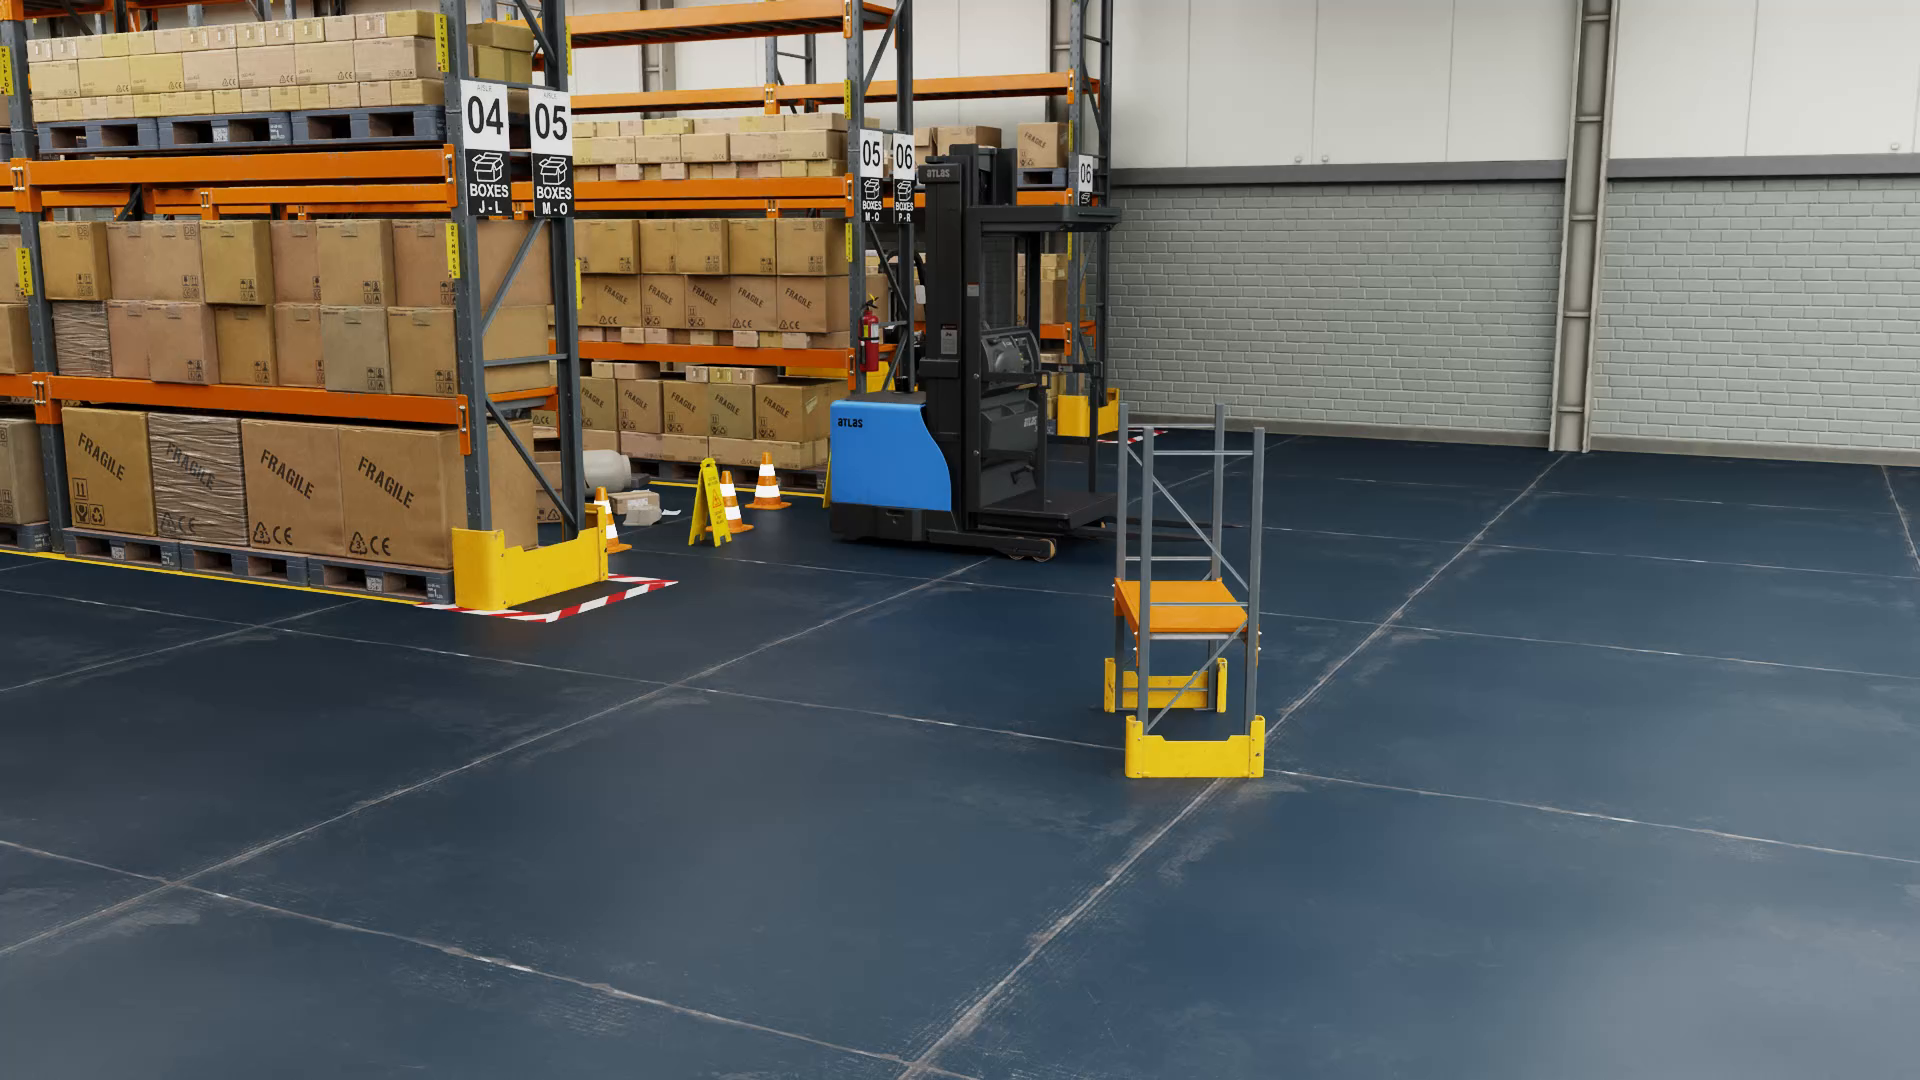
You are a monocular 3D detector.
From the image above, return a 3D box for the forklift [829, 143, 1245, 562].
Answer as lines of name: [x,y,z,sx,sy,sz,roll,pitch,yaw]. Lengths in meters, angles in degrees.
forklift: [0.560,-1.393,12.199,3.031,2.935,1.130,5,11,26]

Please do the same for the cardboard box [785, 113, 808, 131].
cardboard box: [-1.346,-3.689,14.735,0.250,0.149,0.380,5,12,27]

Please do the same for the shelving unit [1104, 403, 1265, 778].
shelving unit: [1.004,0.182,7.512,0.587,1.500,1.083,0,10,0]

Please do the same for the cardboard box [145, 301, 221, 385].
cardboard box: [-5.113,-1.401,11.626,0.550,0.550,0.875,5,11,26]

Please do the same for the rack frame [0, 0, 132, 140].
rack frame: [-6.384,-4.407,11.813,0.127,3.000,1.000,5,11,26]

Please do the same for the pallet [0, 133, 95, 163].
pallet: [-7.228,-2.901,12.453,1.217,0.209,0.805,5,11,24]

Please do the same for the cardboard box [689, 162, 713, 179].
cardboard box: [-2.277,-3.380,15.264,0.250,0.149,0.380,5,11,24]

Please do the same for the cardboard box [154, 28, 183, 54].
cardboard box: [-5.066,-3.273,10.974,0.250,0.149,0.380,5,11,26]

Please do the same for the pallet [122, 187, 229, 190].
pallet: [-8.473,-3.994,18.484,1.003,0.211,1.213,6,12,28]

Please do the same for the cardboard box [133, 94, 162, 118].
cardboard box: [-5.295,-2.900,11.157,0.250,0.149,0.380,5,11,25]

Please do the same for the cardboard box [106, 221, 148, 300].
cardboard box: [-5.524,-2.001,11.910,0.550,0.550,0.875,5,11,26]

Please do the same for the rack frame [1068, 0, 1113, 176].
rack frame: [1.496,-5.684,18.866,0.127,3.000,1.000,5,11,26]

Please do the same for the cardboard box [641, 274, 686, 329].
cardboard box: [-2.646,-2.256,15.656,0.500,0.500,0.500,5,11,26]

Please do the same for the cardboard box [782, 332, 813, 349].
cardboard box: [-1.404,-1.812,15.027,0.250,0.149,0.380,5,11,25]

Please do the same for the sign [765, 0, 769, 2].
sign: [-2.321,-6.410,20.033,0.005,0.325,0.100,5,11,26]

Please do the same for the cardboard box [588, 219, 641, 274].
cardboard box: [-3.099,-2.784,15.768,0.500,0.500,0.700,5,11,25]

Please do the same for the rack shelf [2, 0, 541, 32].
rack shelf: [-4.591,-3.699,11.042,4.000,0.370,1.077,5,11,26]

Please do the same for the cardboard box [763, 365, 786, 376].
cardboard box: [-2.564,-2.124,21.533,0.625,0.625,0.875,6,12,28]

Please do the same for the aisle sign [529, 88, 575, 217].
aisle sign: [-2.601,-2.461,10.608,0.004,0.787,0.394,5,11,26]

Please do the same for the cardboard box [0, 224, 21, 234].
cardboard box: [-11.627,-3.811,20.454,0.250,0.149,0.380,5,11,25]

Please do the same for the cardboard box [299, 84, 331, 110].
cardboard box: [-3.928,-2.780,10.493,0.250,0.149,0.380,5,11,26]

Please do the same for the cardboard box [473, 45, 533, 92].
cardboard box: [-3.116,-3.023,10.716,0.500,0.250,0.500,5,11,26]

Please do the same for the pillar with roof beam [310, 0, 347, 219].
pillar with roof beam: [-11.396,-6.140,21.390,0.400,9.000,9.100,5,11,26]

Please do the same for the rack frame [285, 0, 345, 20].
rack frame: [-9.266,-6.629,24.090,0.127,3.000,1.000,5,11,26]

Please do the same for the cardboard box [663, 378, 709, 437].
cardboard box: [-2.450,-1.264,15.728,0.500,0.500,0.500,5,11,24]

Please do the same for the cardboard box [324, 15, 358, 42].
cardboard box: [-3.702,-3.153,10.313,0.250,0.149,0.380,5,12,27]

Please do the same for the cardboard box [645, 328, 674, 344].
cardboard box: [-2.763,-1.936,15.712,0.250,0.149,0.380,5,11,26]

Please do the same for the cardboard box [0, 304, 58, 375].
cardboard box: [-6.970,-1.503,12.330,0.500,0.500,0.500,5,11,25]

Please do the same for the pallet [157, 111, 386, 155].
pallet: [-4.565,-2.725,11.190,1.213,0.211,1.003,5,11,26]

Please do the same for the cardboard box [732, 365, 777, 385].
cardboard box: [-1.890,-1.520,15.320,0.250,0.149,0.380,5,12,27]

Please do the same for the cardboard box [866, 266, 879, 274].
cardboard box: [-1.020,-3.259,20.215,0.250,0.149,0.380,5,11,25]

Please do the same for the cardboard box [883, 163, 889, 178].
cardboard box: [-0.851,-3.369,15.204,0.250,0.149,0.380,5,11,26]

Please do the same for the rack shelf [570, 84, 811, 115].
rack shelf: [-3.885,-5.606,21.578,4.000,0.370,1.077,5,11,26]

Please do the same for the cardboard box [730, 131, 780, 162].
cardboard box: [-1.720,-3.526,14.955,0.500,0.250,0.500,5,11,25]

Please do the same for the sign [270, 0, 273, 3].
sign: [-7.640,-6.107,18.360,0.005,0.325,0.100,5,11,26]

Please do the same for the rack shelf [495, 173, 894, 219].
rack shelf: [-2.491,-3.218,15.686,4.000,0.370,1.077,5,11,26]

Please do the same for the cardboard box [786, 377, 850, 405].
cardboard box: [-1.320,-1.271,15.764,0.500,0.500,0.500,5,11,24]

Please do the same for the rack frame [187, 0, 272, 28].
rack frame: [-7.872,-5.521,17.967,0.127,3.000,1.000,5,11,26]

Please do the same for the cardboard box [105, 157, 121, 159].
cardboard box: [-9.262,-4.238,18.499,0.258,0.266,0.396,5,11,24]

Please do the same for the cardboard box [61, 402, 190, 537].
cardboard box: [-5.851,-0.555,12.164,0.875,0.875,0.875,5,11,27]

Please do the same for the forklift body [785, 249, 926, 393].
forklift body: [-1.012,-2.172,18.691,1.214,2.155,2.313,5,11,26]

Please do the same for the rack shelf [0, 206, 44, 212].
rack shelf: [-13.252,-4.164,20.911,4.000,0.370,1.077,5,11,26]

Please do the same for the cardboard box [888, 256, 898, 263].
cardboard box: [-0.747,-3.400,20.157,0.250,0.149,0.380,5,11,26]

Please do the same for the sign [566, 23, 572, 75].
sign: [-2.546,-3.173,10.741,0.005,0.325,0.100,5,11,26]

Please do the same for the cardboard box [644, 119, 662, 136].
cardboard box: [-2.716,-3.812,15.415,0.250,0.149,0.380,5,12,27]

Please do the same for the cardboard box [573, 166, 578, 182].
cardboard box: [-3.632,-3.511,15.989,0.250,0.149,0.380,5,11,26]

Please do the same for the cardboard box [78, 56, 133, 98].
cardboard box: [-5.616,-3.137,11.343,0.500,0.250,0.500,5,11,25]

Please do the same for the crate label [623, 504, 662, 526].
crate label: [-2.573,-0.206,13.482,0.298,0.136,0.250,-1,10,-4]

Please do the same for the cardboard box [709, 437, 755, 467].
cardboard box: [-2.002,-0.855,15.573,0.500,0.250,0.500,5,11,26]
